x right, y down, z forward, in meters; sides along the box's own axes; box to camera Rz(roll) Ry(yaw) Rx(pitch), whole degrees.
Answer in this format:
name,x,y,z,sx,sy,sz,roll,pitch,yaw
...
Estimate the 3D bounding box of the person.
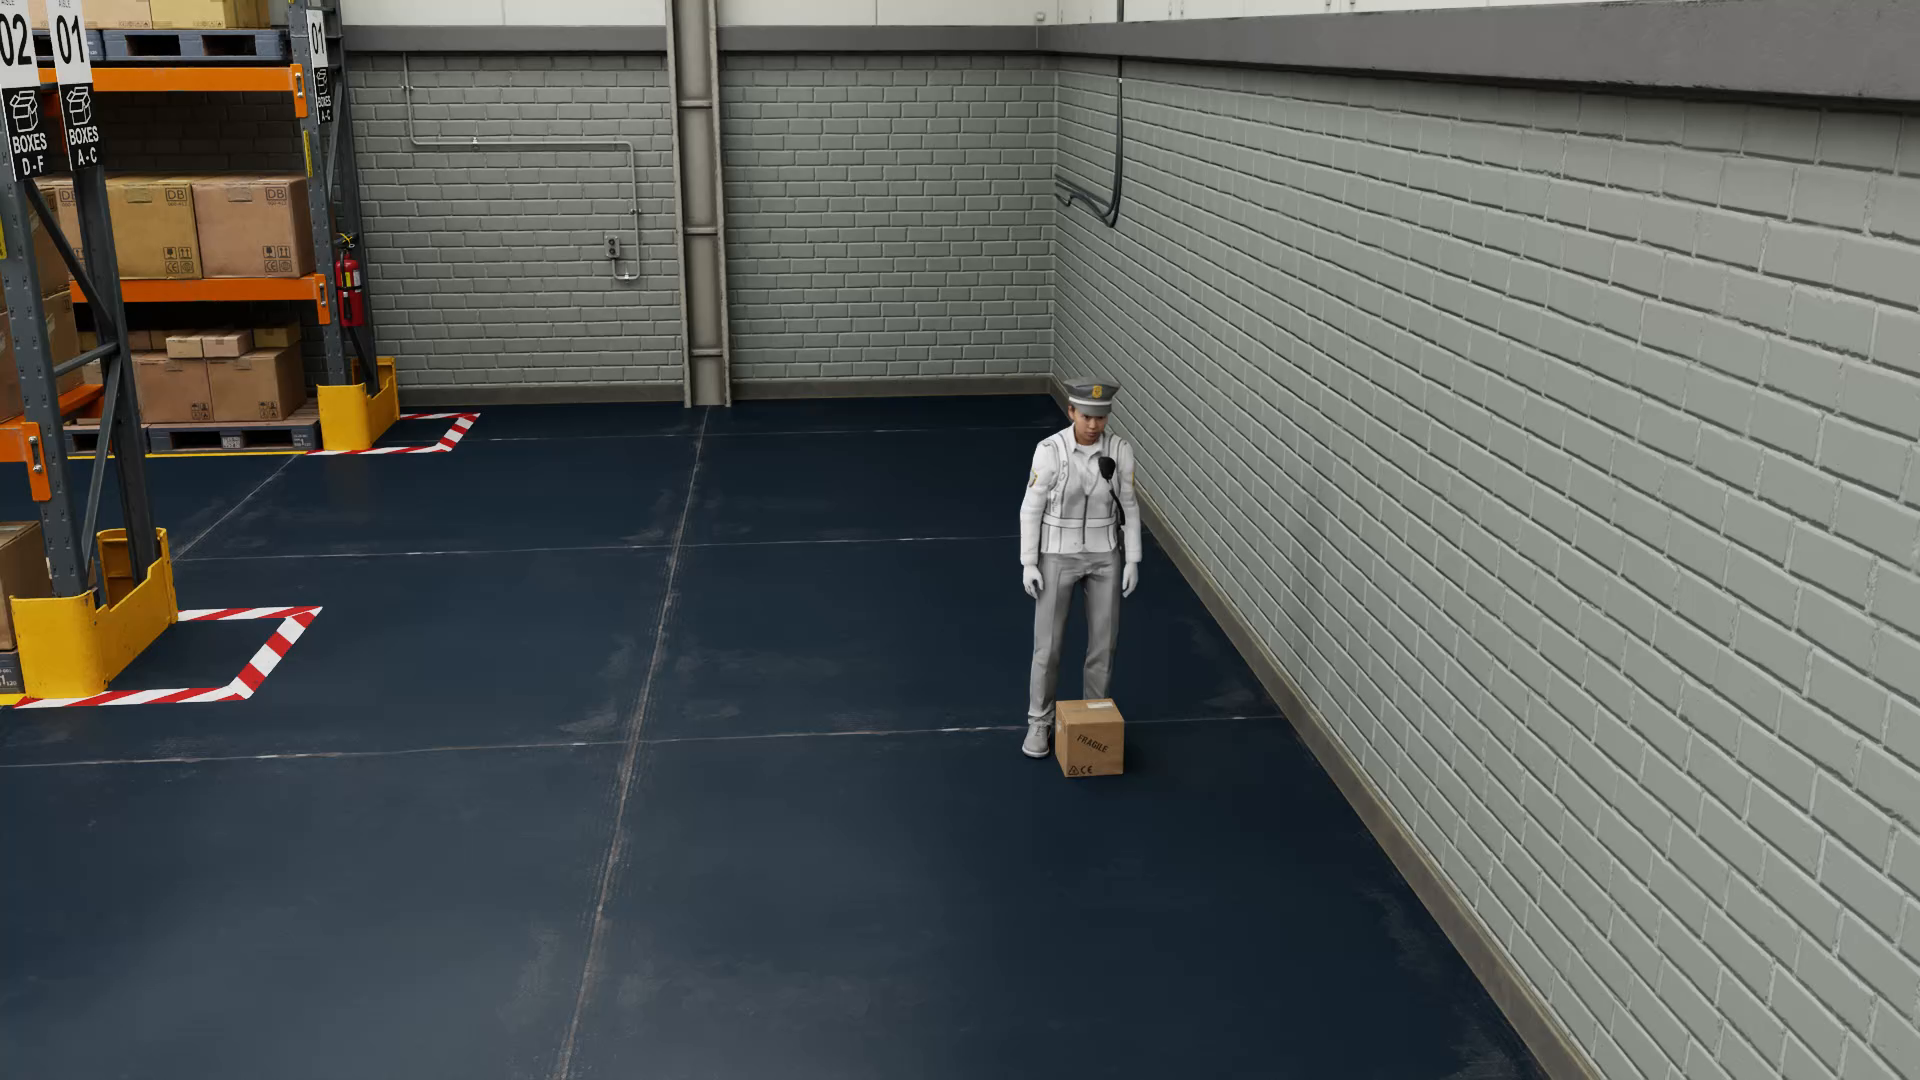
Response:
name,x,y,z,sx,sy,sz,roll,pitch,yaw
person,0.522,0.107,7.183,0.528,1.663,0.374,-2,17,-6
